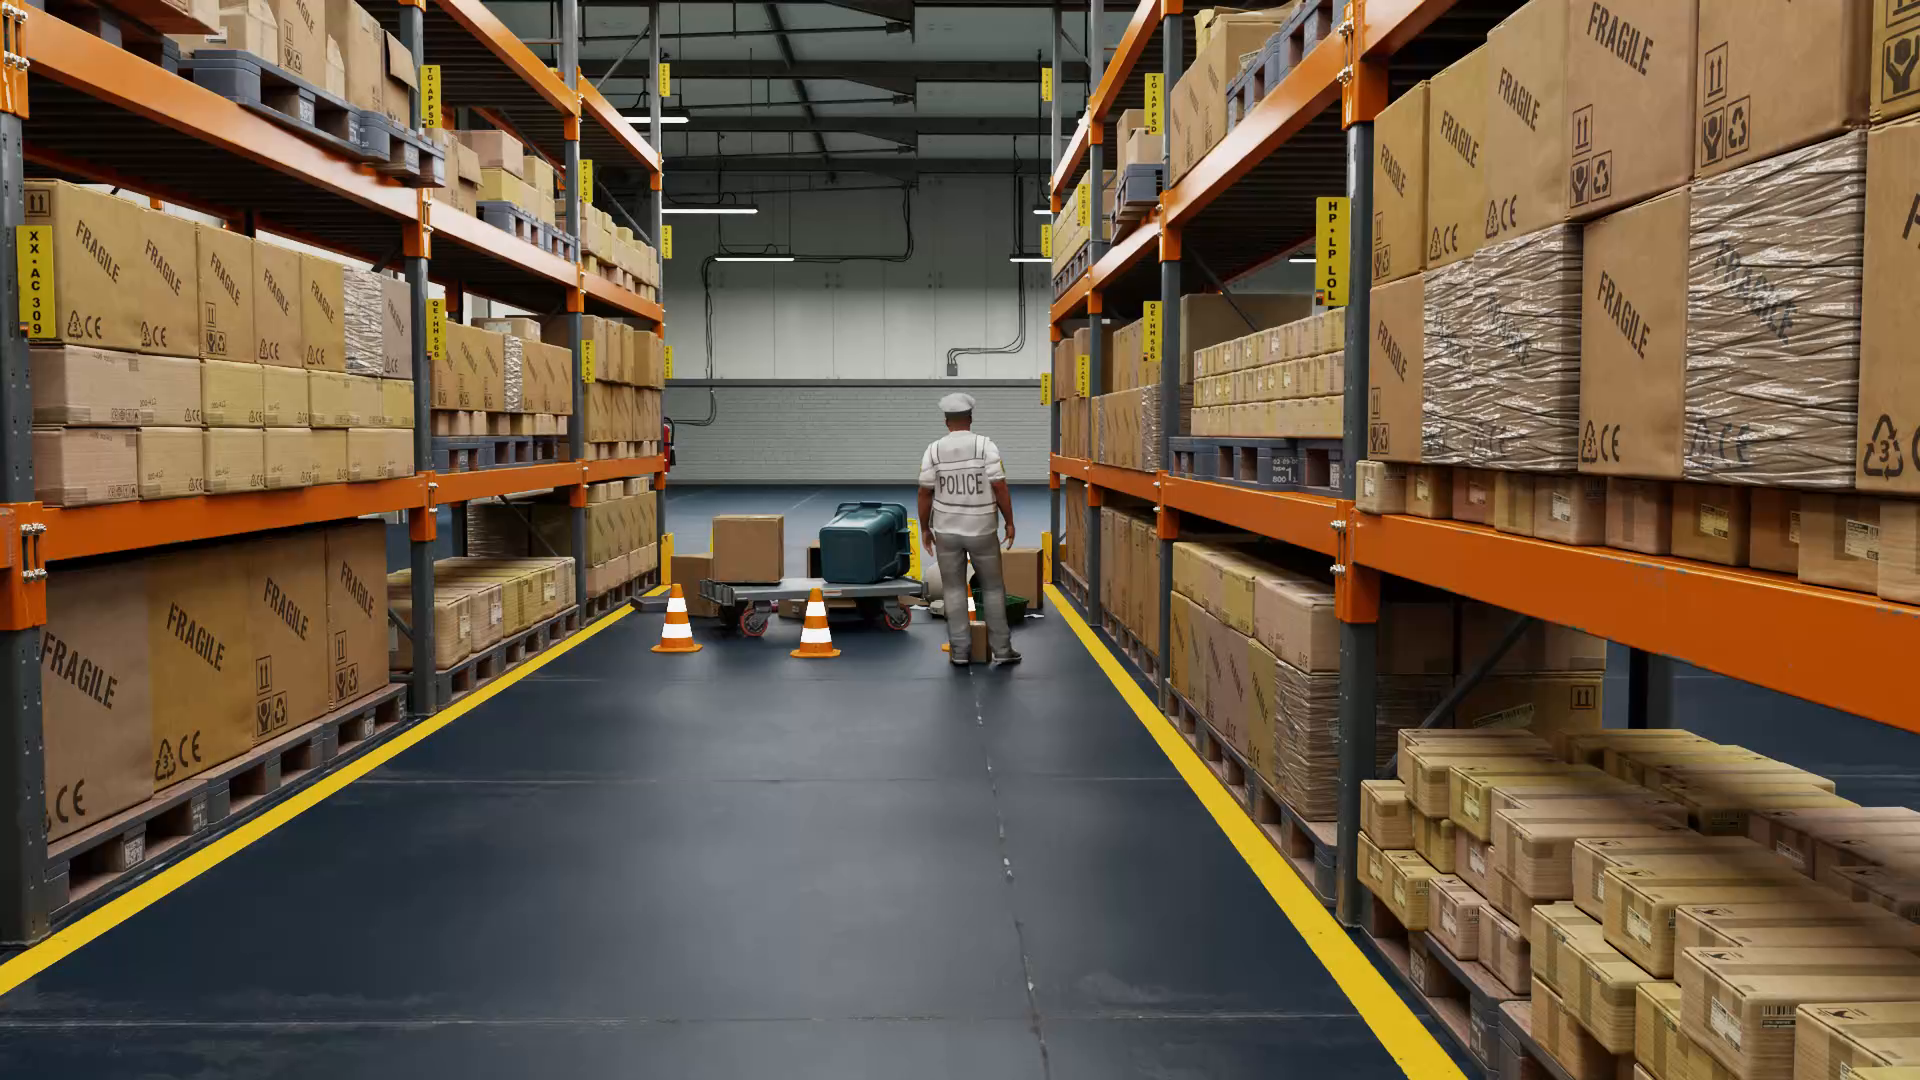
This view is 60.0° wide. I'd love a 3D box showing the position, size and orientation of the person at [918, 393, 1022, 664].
[{"bbox_3d":[0.062,-0.074,10.953,0.640,1.781,0.575,1,4,11],"label":"person"}]
